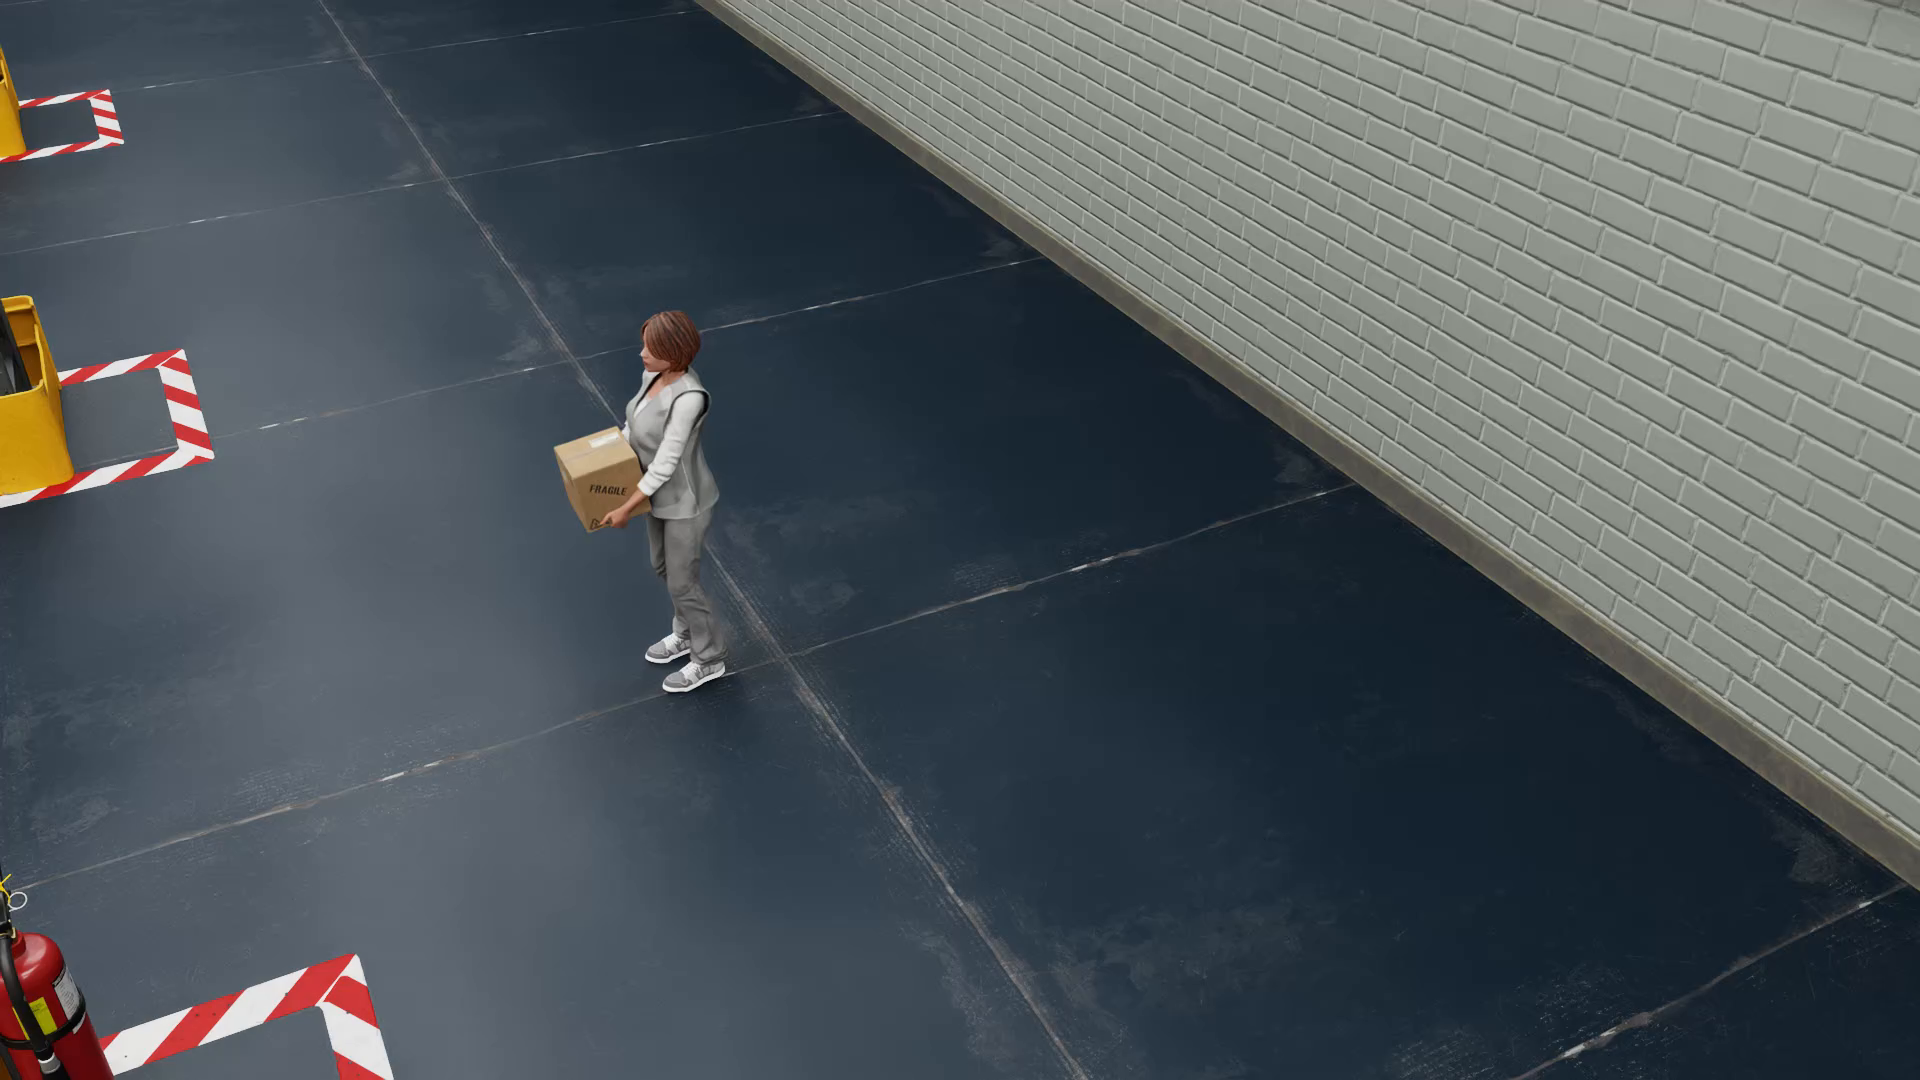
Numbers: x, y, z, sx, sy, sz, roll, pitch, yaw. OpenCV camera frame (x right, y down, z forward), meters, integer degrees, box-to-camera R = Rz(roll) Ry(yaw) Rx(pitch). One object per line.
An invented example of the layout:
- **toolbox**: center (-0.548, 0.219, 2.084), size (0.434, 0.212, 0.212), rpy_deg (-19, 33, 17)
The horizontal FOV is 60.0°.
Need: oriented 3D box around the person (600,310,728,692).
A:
- **person**: center (-1.167, -0.126, 6.346), size (0.489, 1.594, 0.405), rpy_deg (-16, 37, -22)
